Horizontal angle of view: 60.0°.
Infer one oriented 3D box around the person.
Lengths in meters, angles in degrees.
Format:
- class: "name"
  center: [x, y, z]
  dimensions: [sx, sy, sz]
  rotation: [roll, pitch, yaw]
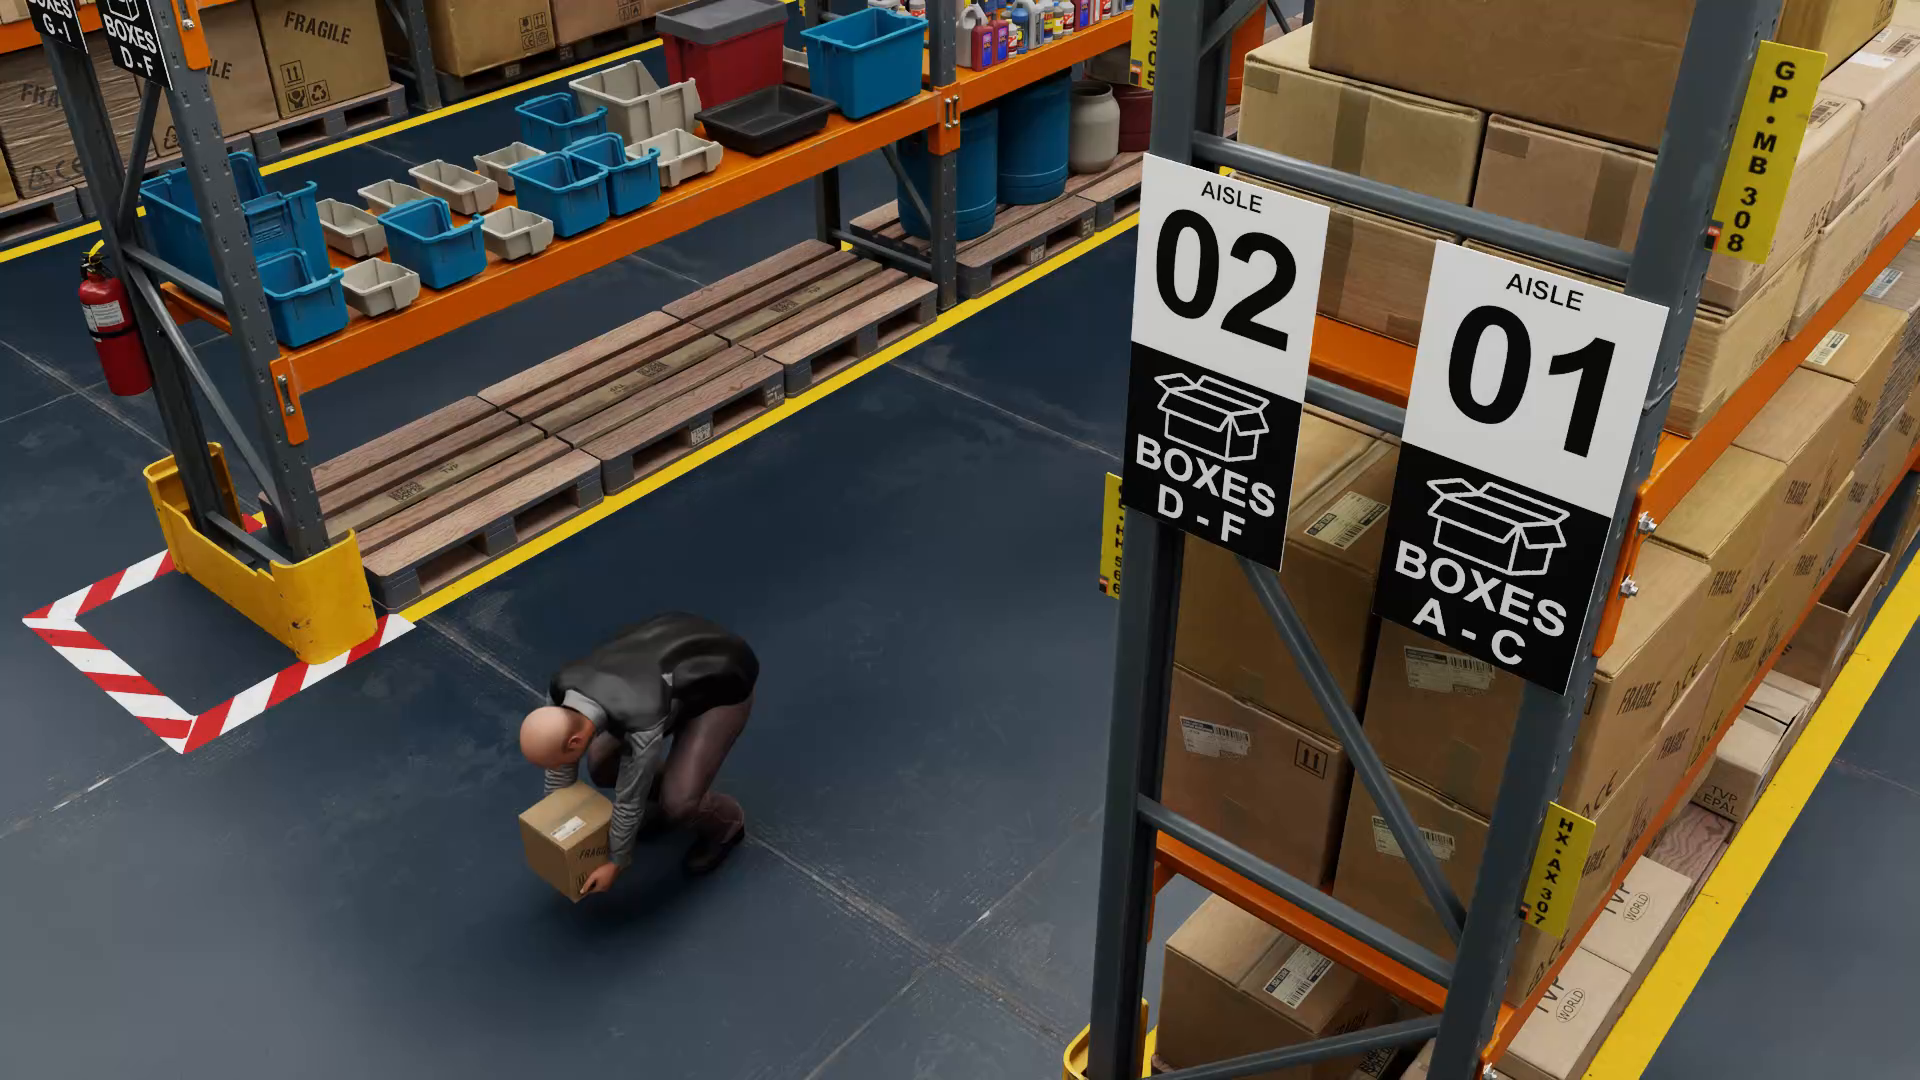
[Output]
- class: "person"
  center: [-1.090, 0.754, 5.743]
  dimensions: [0.521, 0.968, 0.938]
  rotation: [24, 41, 30]
